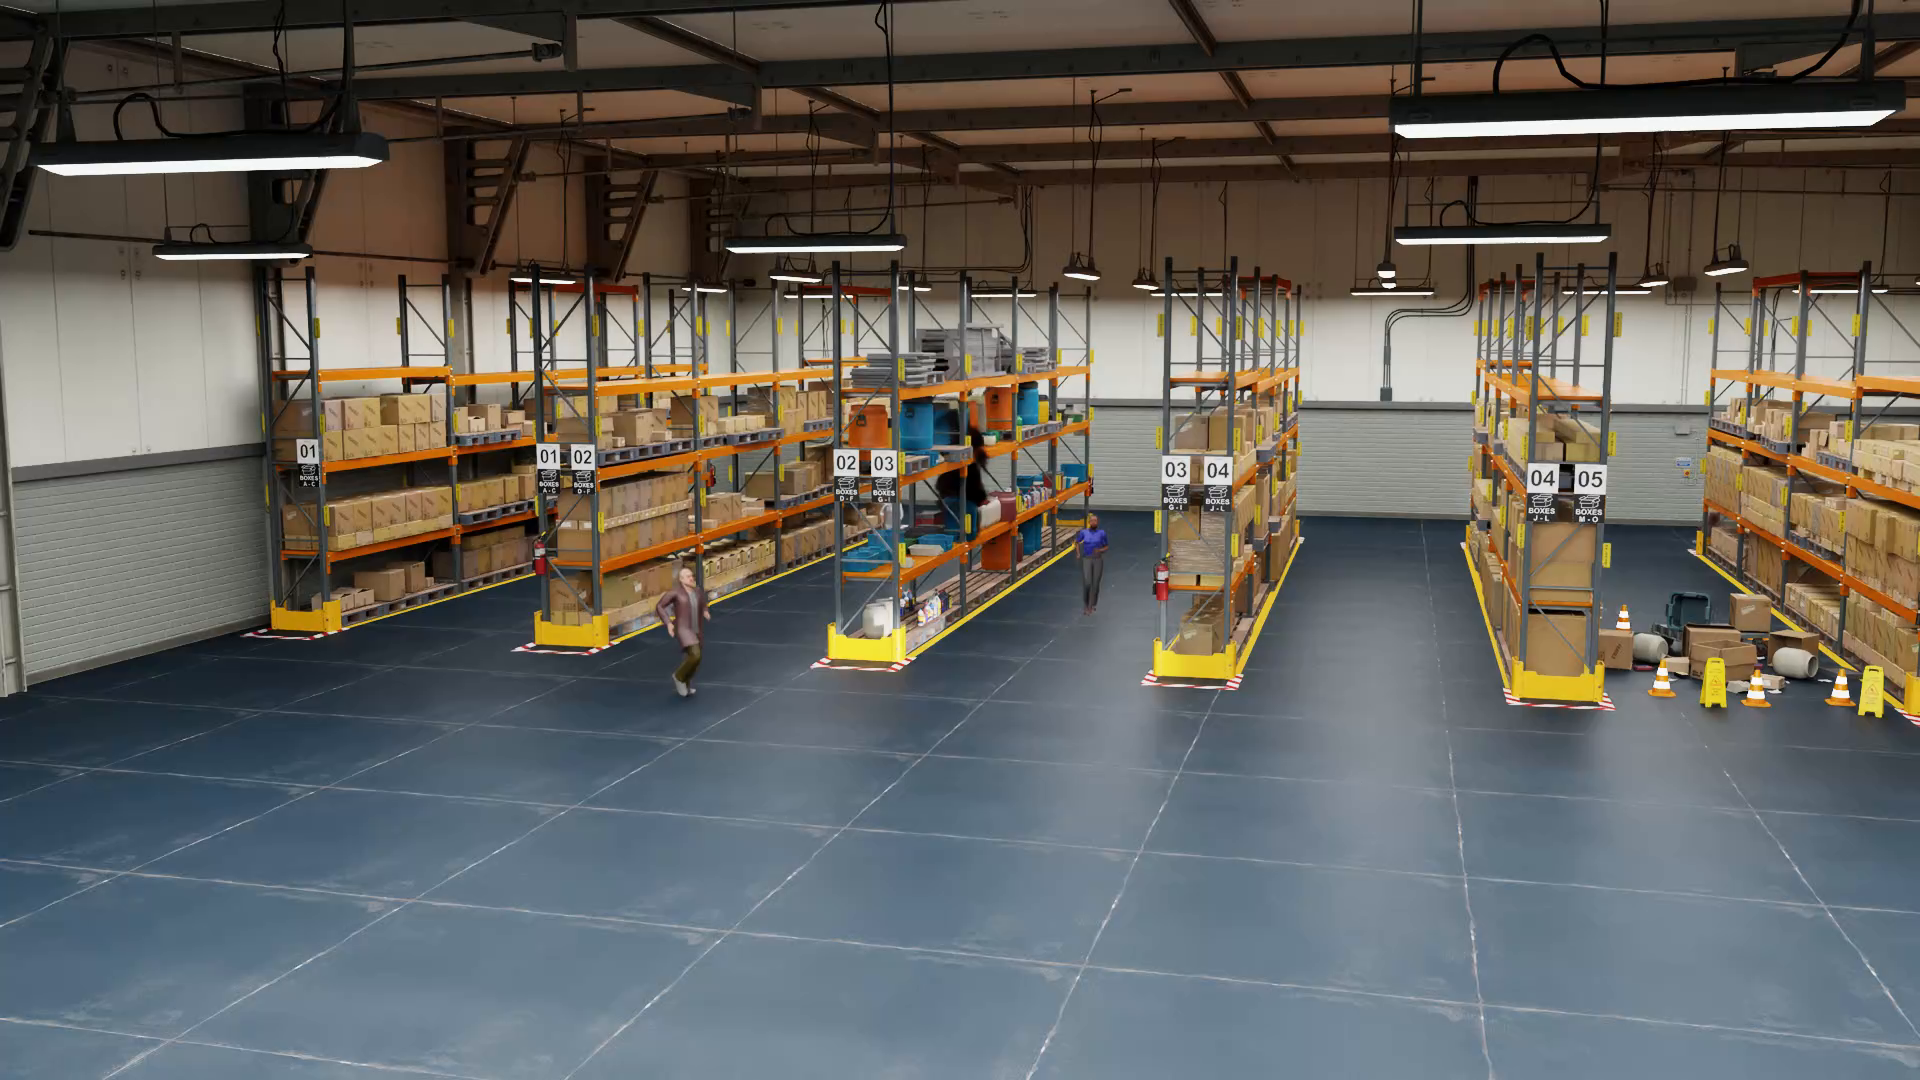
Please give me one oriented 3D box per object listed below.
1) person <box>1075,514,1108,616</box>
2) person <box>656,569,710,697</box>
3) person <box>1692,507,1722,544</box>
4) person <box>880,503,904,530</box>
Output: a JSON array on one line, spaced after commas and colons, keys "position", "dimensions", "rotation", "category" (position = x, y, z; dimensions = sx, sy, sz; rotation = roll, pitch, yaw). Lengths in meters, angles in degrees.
[{"position": [2.183, 0.424, 27.531], "dimensions": [0.545, 1.698, 0.651], "rotation": [0, 7, 1], "category": "person"}, {"position": [-3.672, 1.261, 22.625], "dimensions": [0.700, 1.742, 0.694], "rotation": [6, 9, 38], "category": "person"}, {"position": [17.244, -0.654, 38.162], "dimensions": [0.907, 1.618, 0.627], "rotation": [7, 10, 43], "category": "person"}, {"position": [-1.449, -0.266, 35.264], "dimensions": [0.509, 1.563, 0.635], "rotation": [0, 7, 0], "category": "person"}]
